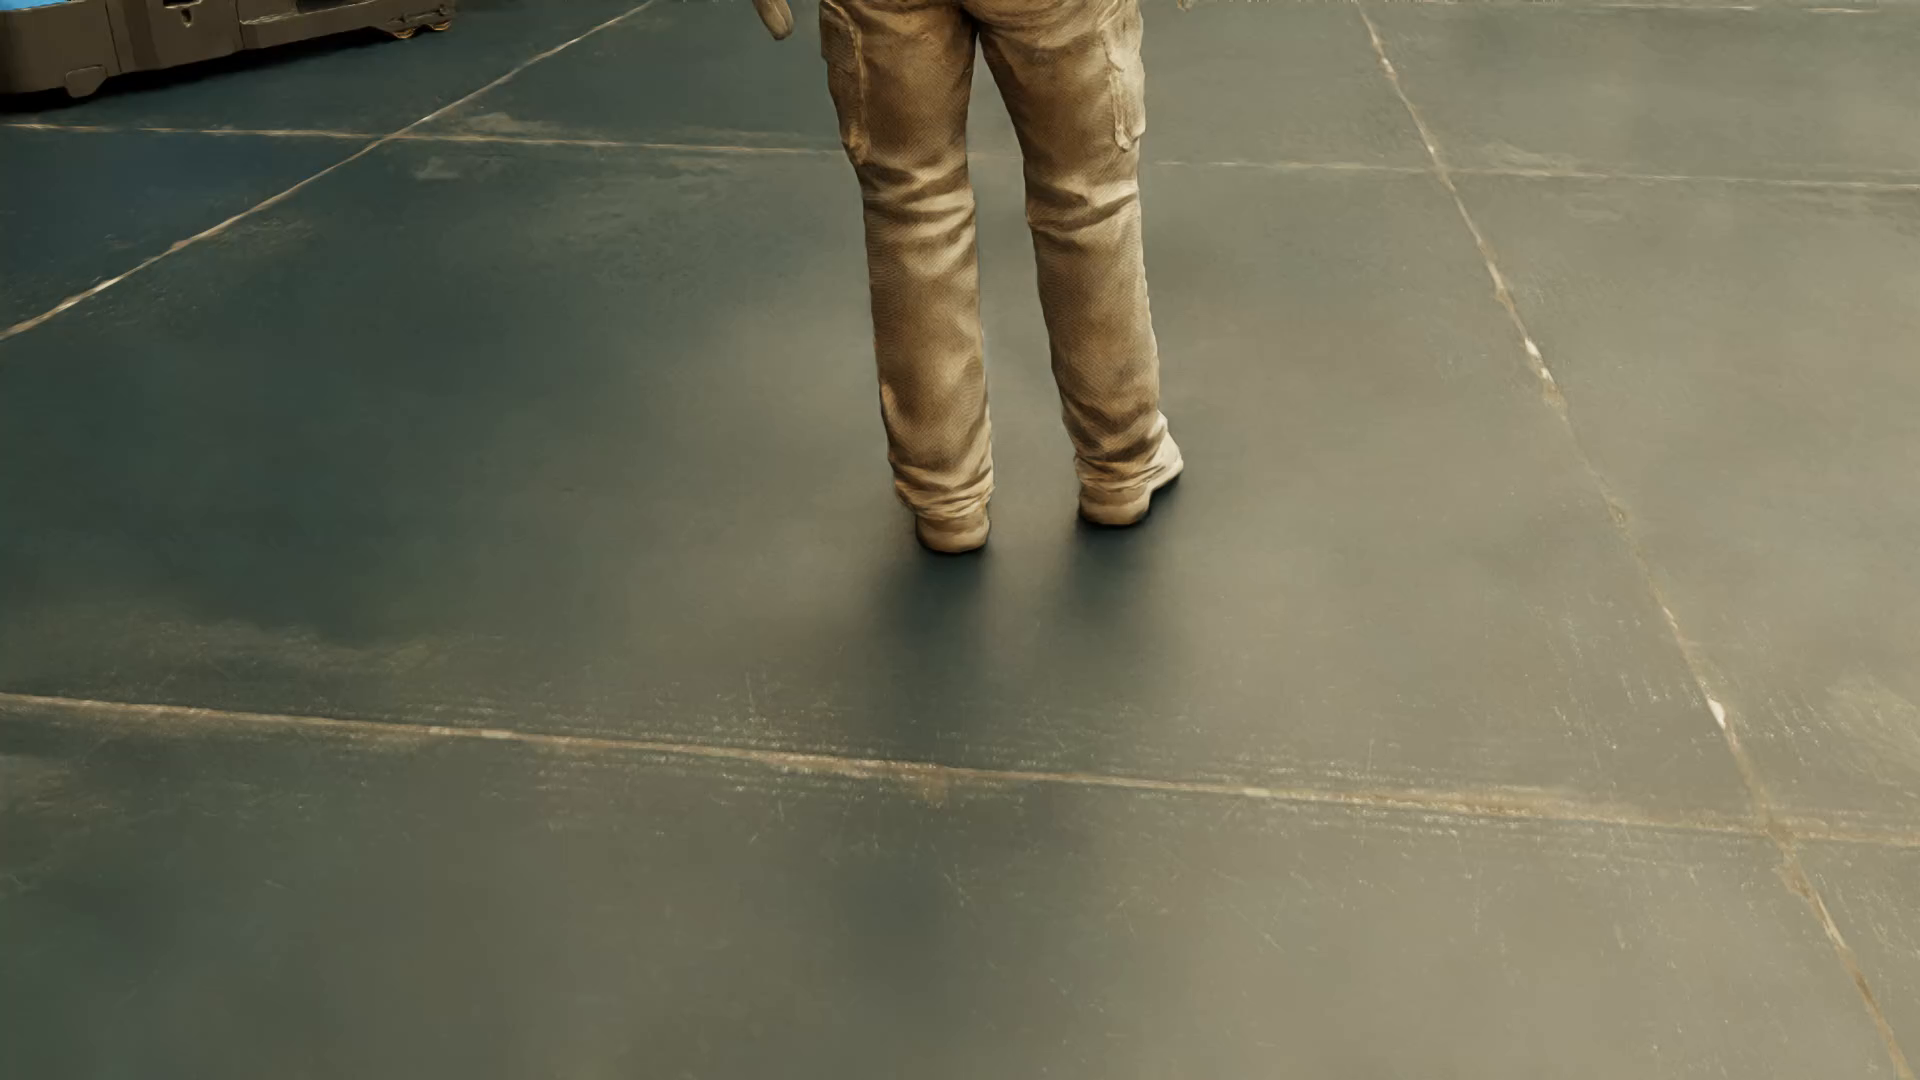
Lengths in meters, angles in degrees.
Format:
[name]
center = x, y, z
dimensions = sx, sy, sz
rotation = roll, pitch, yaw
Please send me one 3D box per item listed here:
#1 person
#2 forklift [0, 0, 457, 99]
[person]
center = 0.017, -0.833, 2.163
dimensions = 0.655, 1.777, 0.576
rotation = 3, 27, 7
[forklift]
center = -2.623, -3.293, 5.817
dimensions = 1.130, 2.935, 3.031
rotation = 13, 29, 24
